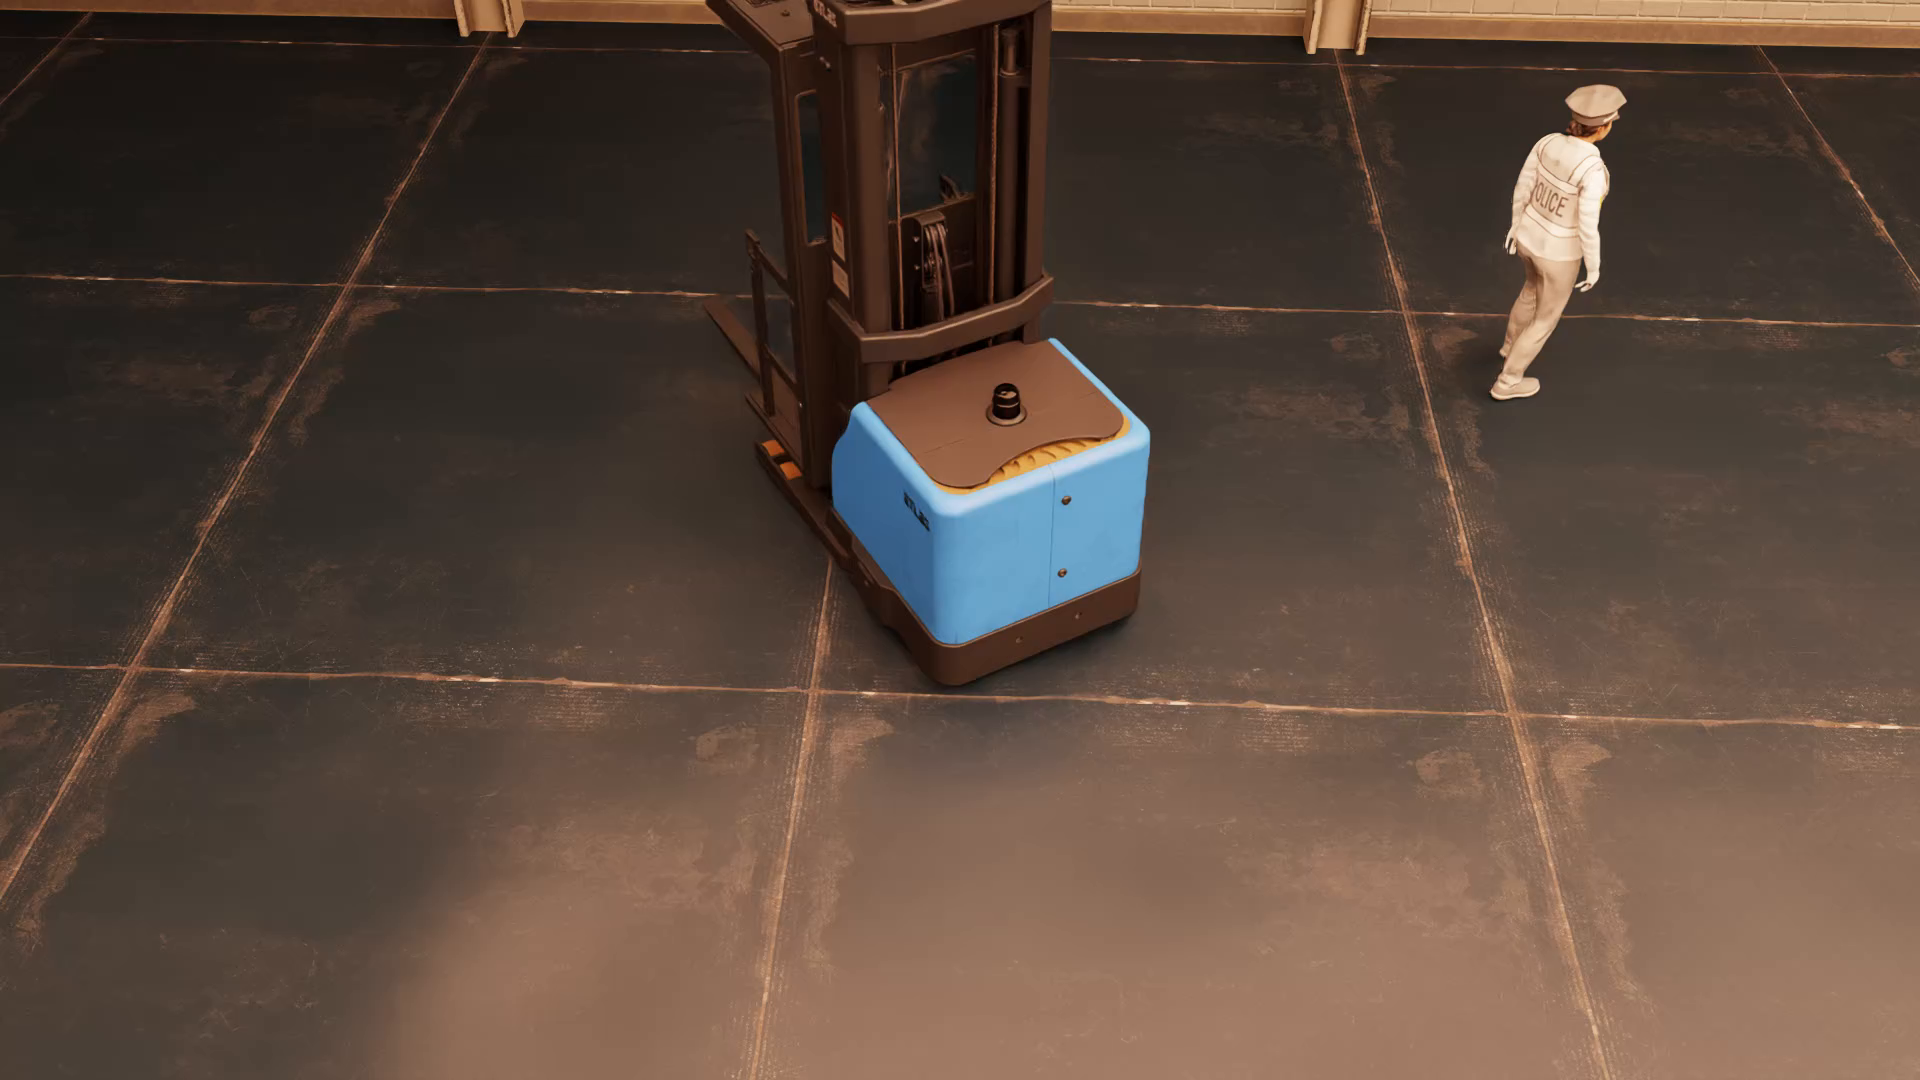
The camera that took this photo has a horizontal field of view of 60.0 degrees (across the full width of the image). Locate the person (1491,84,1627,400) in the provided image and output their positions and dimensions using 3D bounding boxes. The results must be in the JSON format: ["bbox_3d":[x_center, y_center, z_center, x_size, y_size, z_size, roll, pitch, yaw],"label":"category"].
[{"bbox_3d":[2.994,-1.454,8.314,0.506,1.701,0.573,-14,44,-15],"label":"person"}]

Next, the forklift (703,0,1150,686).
[{"bbox_3d":[-0.360,-1.441,7.321,1.130,2.935,3.031,-21,46,-21],"label":"forklift"}]
